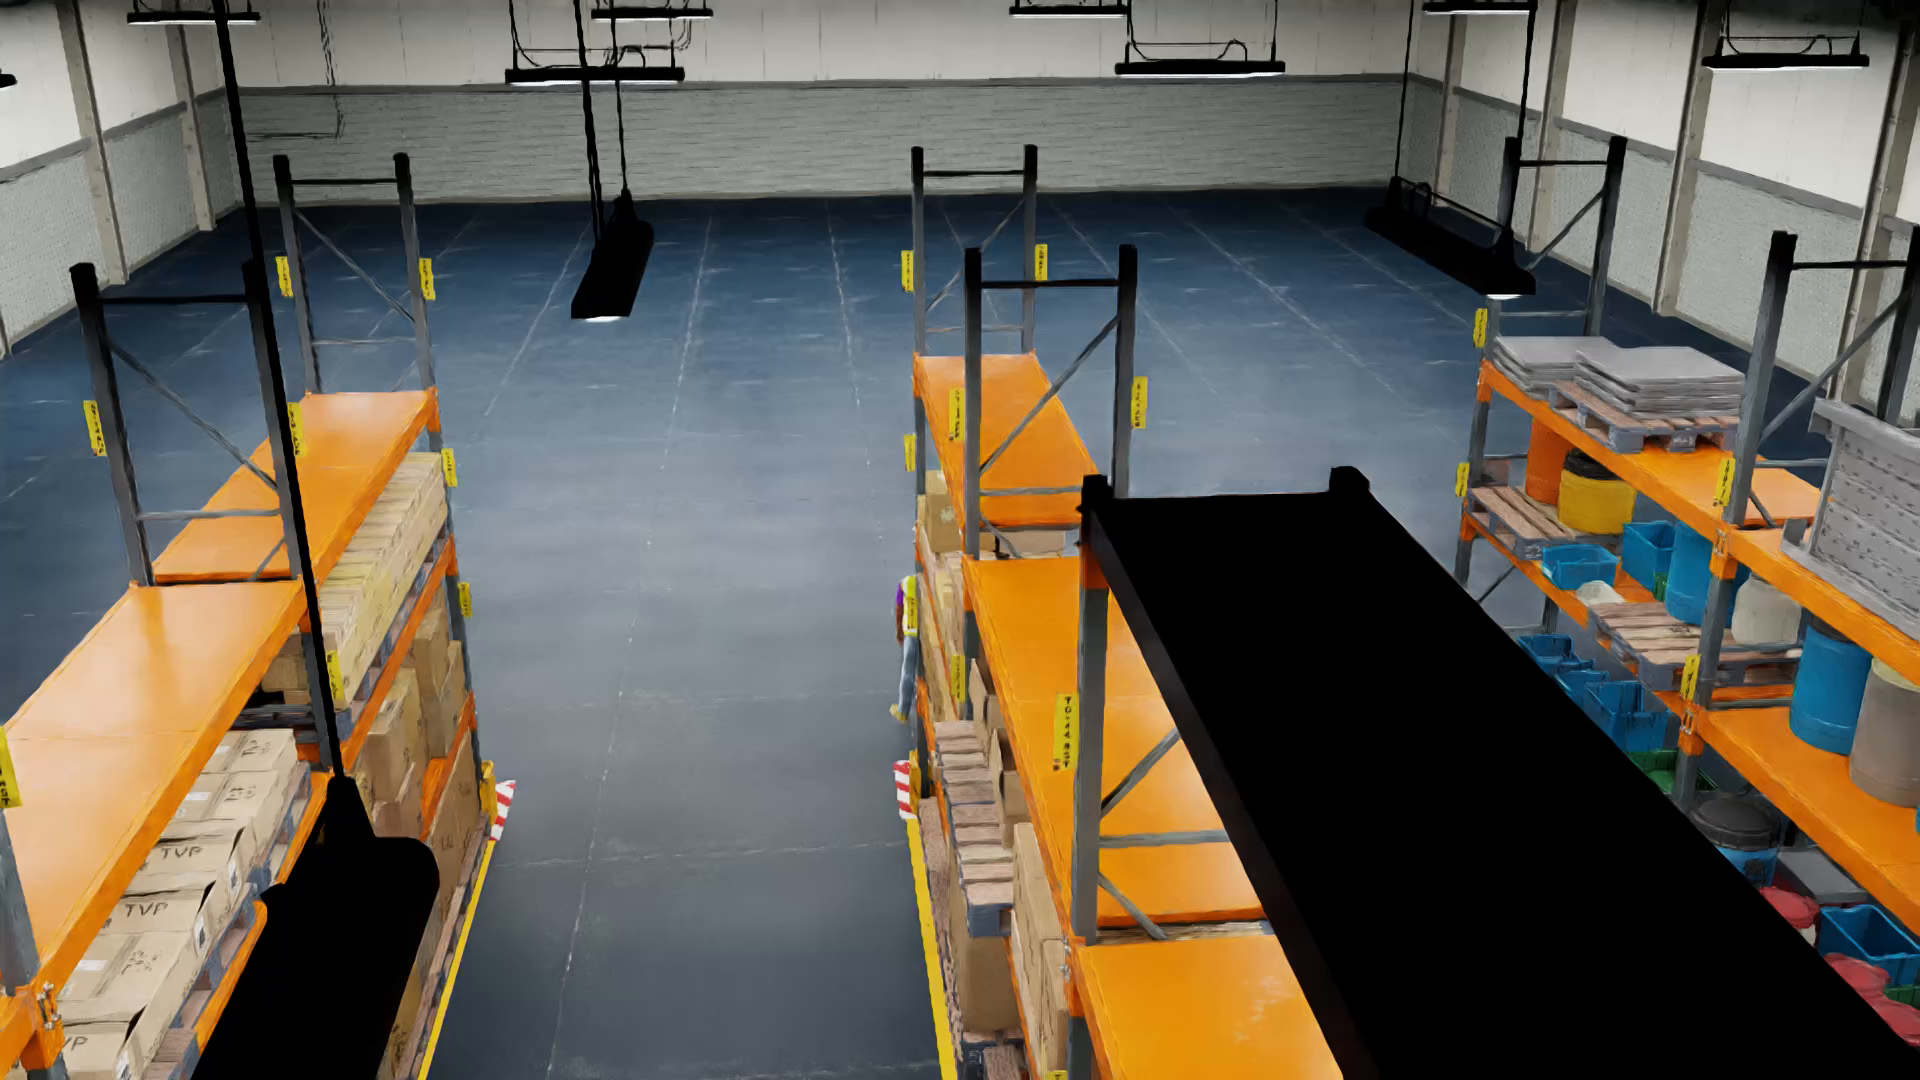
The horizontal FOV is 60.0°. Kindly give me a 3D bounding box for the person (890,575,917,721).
[{"bbox_3d":[-0.373,0.933,16.987,0.617,1.715,0.972,6,22,14],"label":"person"}]
